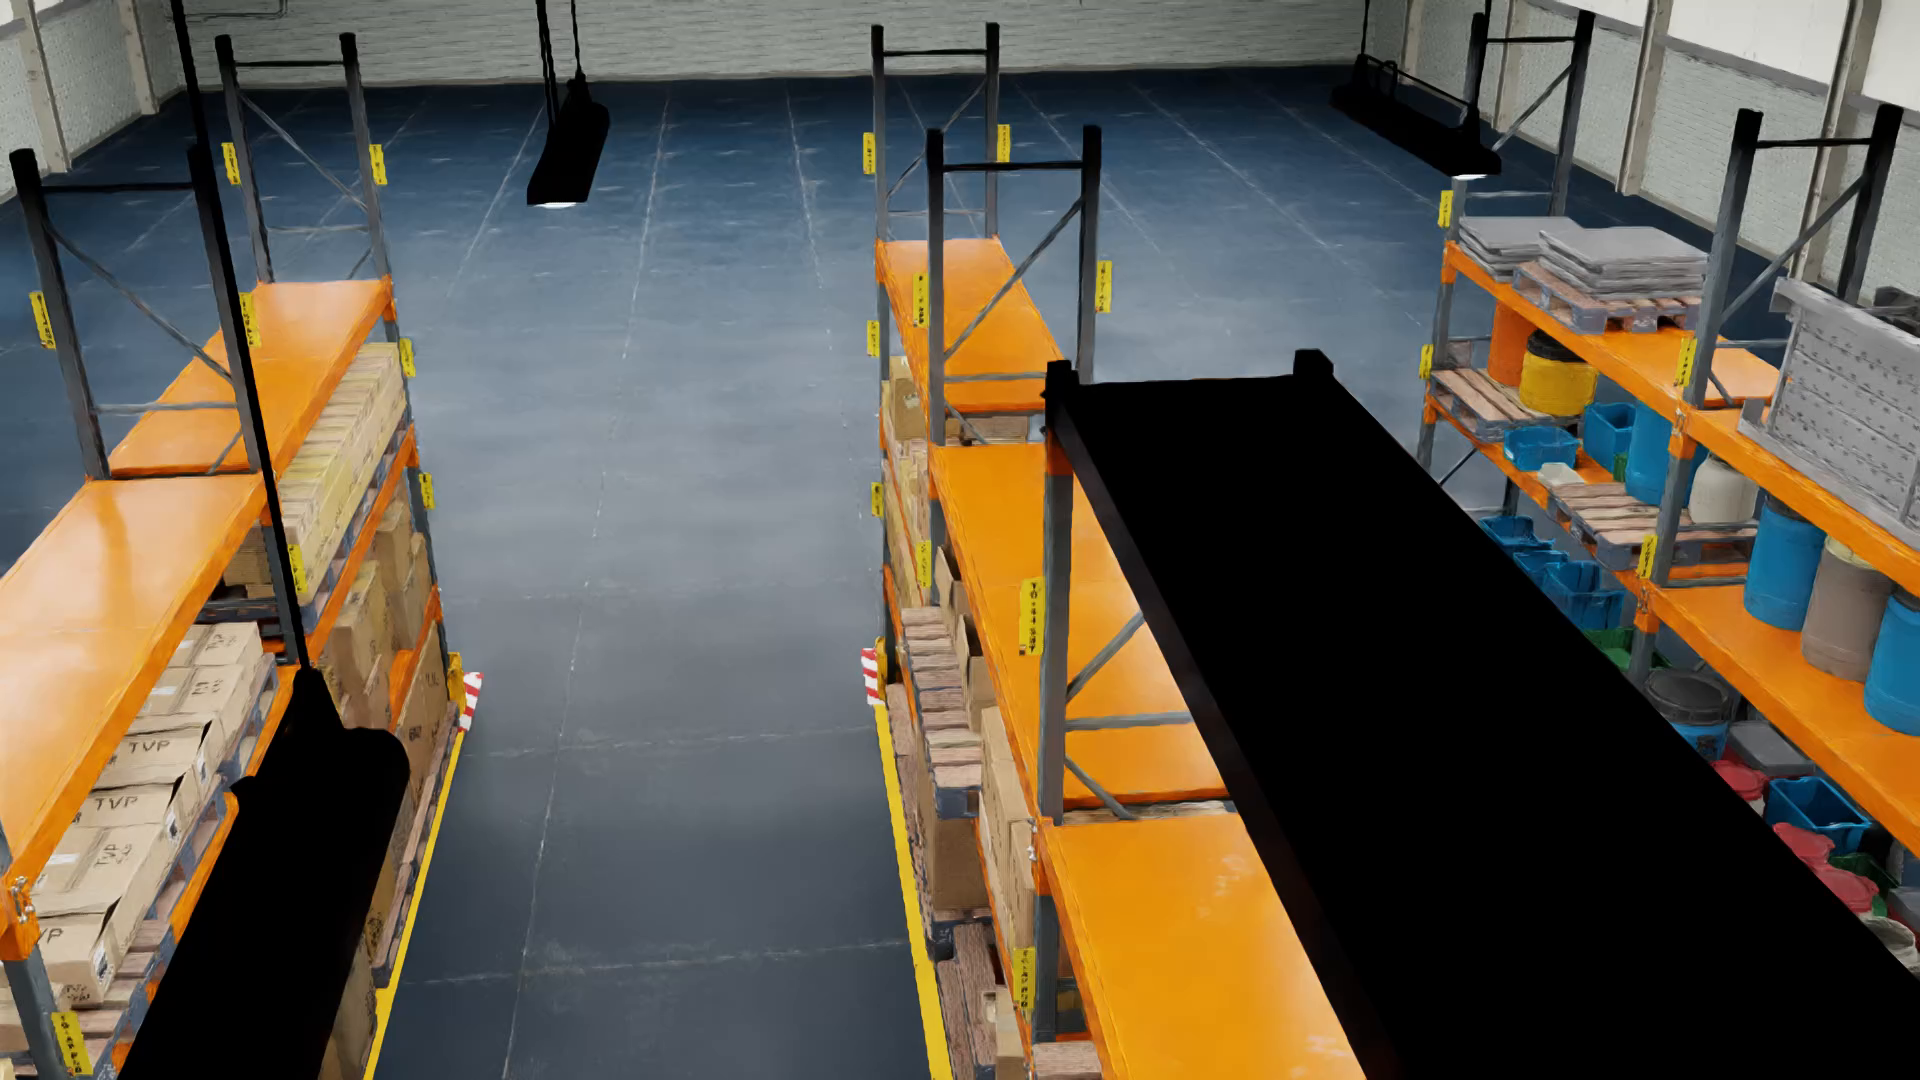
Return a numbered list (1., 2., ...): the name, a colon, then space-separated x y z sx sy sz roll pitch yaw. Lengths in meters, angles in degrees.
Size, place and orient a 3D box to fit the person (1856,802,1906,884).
1. person: 6.162 2.392 11.526 0.581 1.683 0.907 9 27 18
